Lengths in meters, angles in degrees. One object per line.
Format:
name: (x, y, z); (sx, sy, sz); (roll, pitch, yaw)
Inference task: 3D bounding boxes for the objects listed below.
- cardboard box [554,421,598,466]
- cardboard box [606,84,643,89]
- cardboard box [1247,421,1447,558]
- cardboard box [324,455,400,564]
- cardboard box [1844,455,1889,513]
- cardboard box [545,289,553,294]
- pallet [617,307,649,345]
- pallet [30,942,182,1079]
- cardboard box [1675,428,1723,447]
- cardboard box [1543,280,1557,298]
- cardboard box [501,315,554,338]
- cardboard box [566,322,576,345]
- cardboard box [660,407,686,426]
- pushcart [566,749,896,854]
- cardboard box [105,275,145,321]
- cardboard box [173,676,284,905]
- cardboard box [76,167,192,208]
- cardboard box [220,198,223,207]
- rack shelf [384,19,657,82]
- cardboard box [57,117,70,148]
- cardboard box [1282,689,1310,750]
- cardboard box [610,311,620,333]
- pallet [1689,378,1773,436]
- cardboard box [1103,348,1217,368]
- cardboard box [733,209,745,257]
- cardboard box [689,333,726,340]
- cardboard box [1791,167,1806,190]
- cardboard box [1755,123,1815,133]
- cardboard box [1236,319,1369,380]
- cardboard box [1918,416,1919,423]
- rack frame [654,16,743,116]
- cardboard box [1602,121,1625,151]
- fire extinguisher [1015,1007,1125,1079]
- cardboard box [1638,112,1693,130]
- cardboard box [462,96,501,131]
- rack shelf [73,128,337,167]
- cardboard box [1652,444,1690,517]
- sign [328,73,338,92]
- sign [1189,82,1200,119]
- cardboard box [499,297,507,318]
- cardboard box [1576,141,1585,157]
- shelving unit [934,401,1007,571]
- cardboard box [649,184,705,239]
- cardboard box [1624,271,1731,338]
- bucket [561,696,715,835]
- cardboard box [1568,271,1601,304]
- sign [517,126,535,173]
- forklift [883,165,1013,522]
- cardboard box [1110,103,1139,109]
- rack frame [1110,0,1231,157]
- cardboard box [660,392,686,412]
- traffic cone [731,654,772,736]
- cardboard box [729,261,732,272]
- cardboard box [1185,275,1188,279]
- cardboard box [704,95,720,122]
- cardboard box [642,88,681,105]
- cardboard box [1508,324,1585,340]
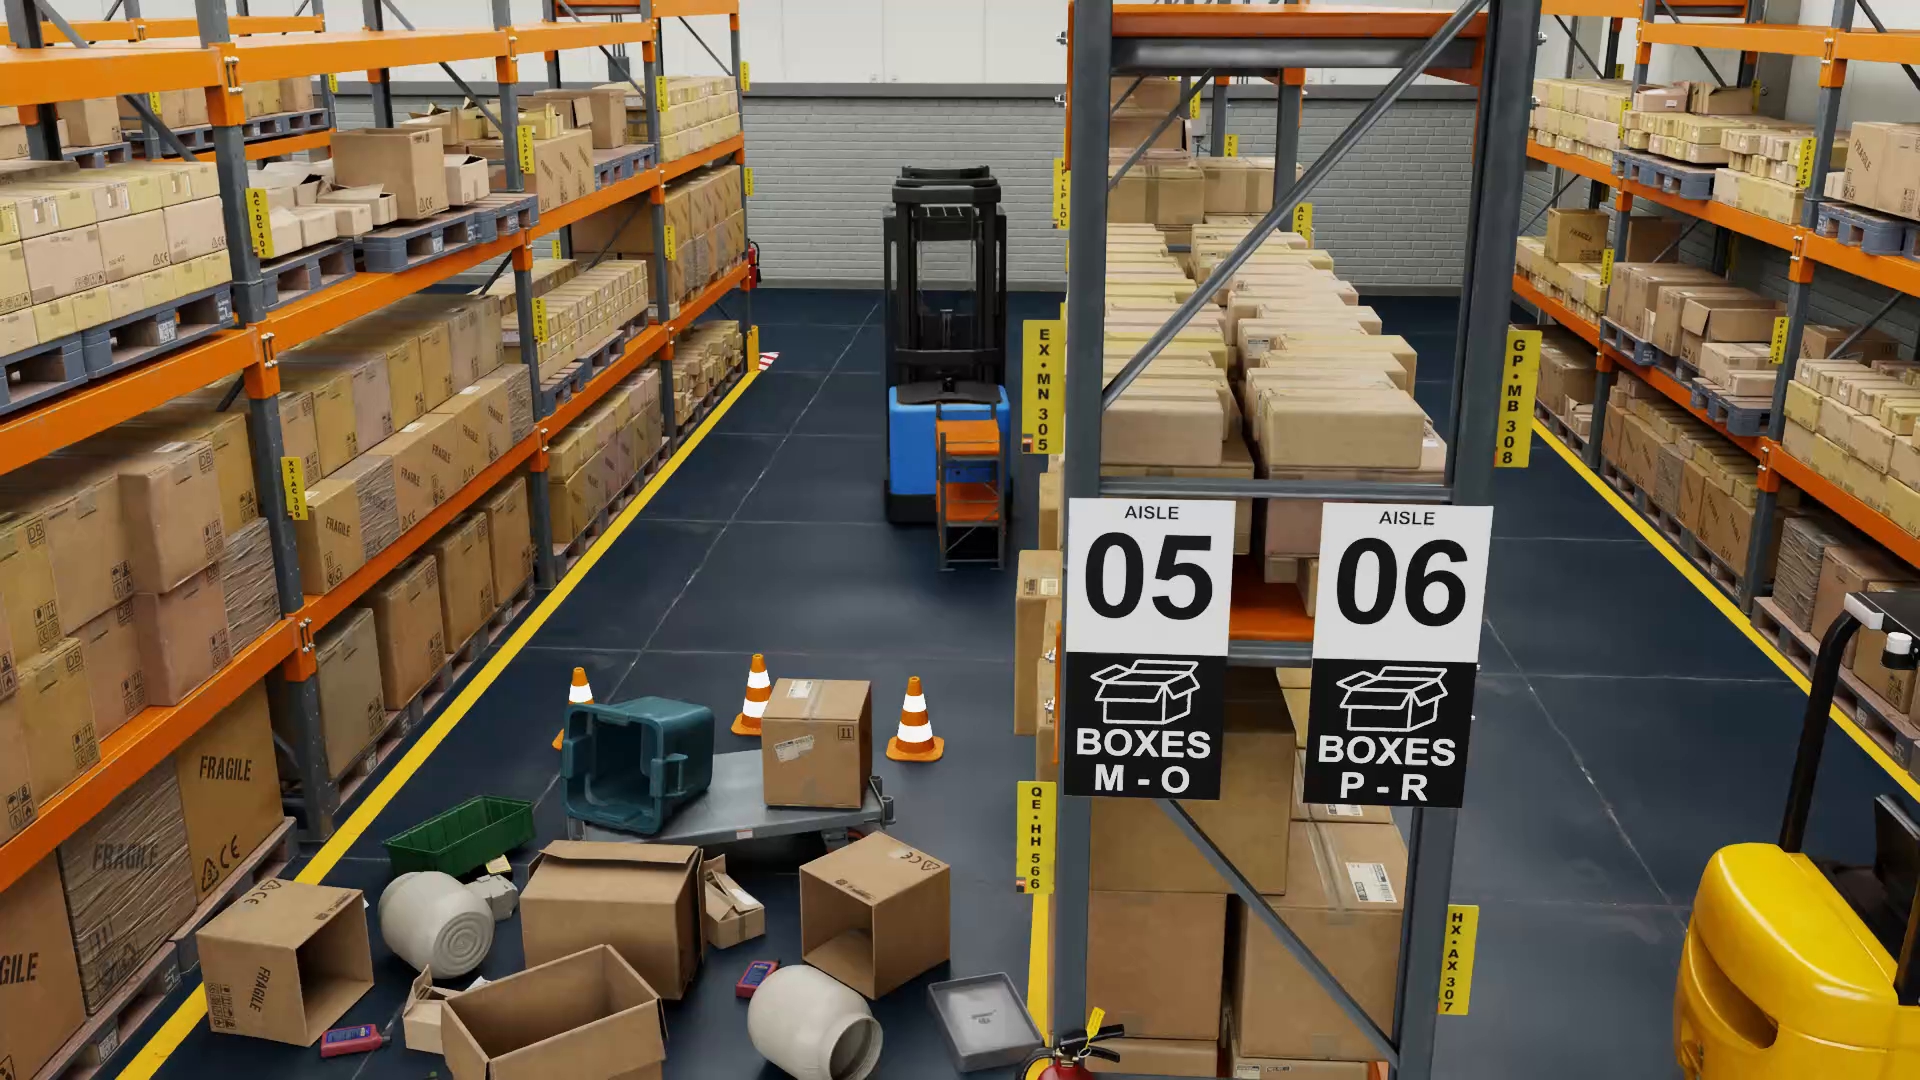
cardboard box: (-3.292, -0.798, 13.676); (0.500, 0.250, 0.500); (1, 18, 3)
cardboard box: (-3.518, -4.672, 17.343); (0.380, 0.149, 0.250); (1, 18, 3)
cardboard box: (1.053, -0.145, 4.495); (0.500, 0.250, 0.500); (1, 18, 3)
cardboard box: (-3.565, -0.183, 9.503); (0.500, 0.500, 0.500); (1, 18, 4)
cardboard box: (5.930, -0.355, 10.429); (0.500, 0.250, 0.500); (1, 18, 2)
cardboard box: (-3.873, -2.174, 14.991); (0.380, 0.149, 0.250); (1, 18, 2)
pallet: (-3.533, -1.980, 15.458); (1.003, 0.211, 1.213); (1, 18, 4)
pallet: (-4.124, 2.118, 7.119); (1.003, 0.211, 1.213); (1, 18, 4)
cardboard box: (6.250, -0.840, 13.968); (0.380, 0.149, 0.250); (1, 18, 4)
cardboard box: (6.412, -2.663, 17.635); (0.380, 0.149, 0.250); (2, 18, 5)
cardboard box: (-3.377, -1.649, 12.912); (0.380, 0.149, 0.250); (1, 18, 2)
cardboard box: (-3.334, -1.676, 13.473); (0.380, 0.149, 0.250); (1, 18, 4)
cardboard box: (-2.986, -1.256, 16.844); (0.380, 0.149, 0.250); (0, 18, 2)
pushcart: (-1.239, 1.469, 8.835); (1.648, 0.377, 0.936); (-5, 19, -15)
cardboard box: (-3.667, -1.016, 6.958); (0.380, 0.149, 0.250); (1, 18, 4)
cardboard box: (-4.021, 1.183, 8.234); (0.875, 0.875, 0.875); (2, 18, 5)
cardboard box: (-3.633, -1.554, 7.319); (0.380, 0.149, 0.250); (1, 18, 4)
cardboard box: (-4.015, -1.645, 8.716); (0.500, 0.250, 0.500); (1, 18, 5)
rack shelf: (-3.476, -4.004, 13.487); (1.077, 0.370, 4.000); (1, 18, 4)
cardboard box: (-8.441, -3.692, 15.024); (0.500, 0.311, 0.500); (1, 18, 2)
cardboard box: (1.131, 0.851, 5.869); (0.500, 0.500, 0.500); (1, 18, 3)
cardboard box: (-3.234, -1.936, 14.742); (0.380, 0.149, 0.250); (1, 18, 2)
pallet: (6.255, -0.996, 12.452); (1.213, 0.211, 1.003); (1, 18, 4)
cardboard box: (0.538, -0.455, 4.800); (0.380, 0.149, 0.250); (1, 18, 3)
cardboard box: (-2.822, -3.592, 19.428); (0.500, 0.500, 0.500); (2, 18, 5)
cardboard box: (-2.880, -2.266, 18.971); (0.380, 0.149, 0.250); (1, 18, 2)
cardboard box: (6.062, -2.534, 11.622); (0.380, 0.149, 0.250); (2, 18, 5)
cardboard box: (6.573, -3.236, 13.256); (0.380, 0.149, 0.250); (2, 18, 5)
cardboard box: (1.077, -0.601, 5.245); (0.380, 0.149, 0.250); (1, 18, 4)
cardboard box: (5.955, -0.654, 9.899); (0.380, 0.149, 0.250); (1, 18, 4)
rack frame: (-3.046, -6.399, 19.000); (1.000, 3.000, 0.127); (1, 18, 4)
cardboard box: (6.348, -3.768, 15.551); (0.500, 0.250, 0.500); (1, 18, 4)
fire extinguisher: (0.284, 1.562, 4.462); (0.296, 0.674, 0.183); (1, 18, 4)
cardboard box: (6.156, -3.644, 14.500); (0.380, 0.149, 0.250); (2, 18, 5)
cardboard box: (-3.778, -3.431, 13.371); (0.396, 0.266, 0.258); (1, 18, 4)
rack shelf: (-8.129, -4.153, 18.117); (1.077, 0.370, 4.000); (1, 18, 4)
cardboard box: (6.192, -0.502, 13.978); (0.500, 0.500, 0.500); (1, 18, 2)
sign: (-7.446, -5.482, 19.725); (0.100, 0.325, 0.005); (1, 18, 4)
sign: (2.154, -4.038, 15.277); (0.100, 0.325, 0.005); (1, 18, 4)
cardboard box: (-3.964, -1.906, 13.696); (0.380, 0.149, 0.250); (1, 18, 4)
cardboard box: (6.425, -3.937, 16.708); (0.380, 0.149, 0.250); (1, 18, 4)
shelving unit: (0.075, -0.455, 13.504); (0.538, 1.125, 1.048); (-1, 18, -2)
cardboard box: (-2.968, -3.422, 17.304); (0.500, 0.500, 0.500); (2, 18, 5)
cardboard box: (6.268, -2.058, 14.551); (0.700, 0.500, 0.500); (1, 18, 5)
bucket: (-1.616, 1.106, 8.547); (0.726, 0.611, 0.620); (8, 10, 23)
cardboard box: (6.377, -2.507, 16.519); (0.500, 0.250, 0.500); (1, 18, 4)
sign: (-3.067, -2.757, 11.746); (0.100, 0.325, 0.005); (1, 18, 4)
forklift: (-0.144, -1.954, 15.180); (1.130, 2.935, 3.031); (-1, 18, -2)
cardboard box: (1.162, -3.211, 13.252); (0.500, 0.500, 0.500); (1, 18, 4)
rack frame: (1.325, -3.835, 11.176); (1.000, 3.000, 0.127); (1, 18, 4)
cardboard box: (-2.988, -1.397, 16.797); (0.380, 0.149, 0.250); (2, 18, 6)
traffic cone: (-1.246, 0.935, 10.327); (0.336, 0.463, 0.334); (1, 18, 4)
cardboard box: (-2.846, -3.166, 19.173); (0.380, 0.149, 0.250); (1, 18, 3)
cardboard box: (0.706, -0.947, 6.940); (0.500, 0.250, 0.500); (1, 18, 3)
cardboard box: (-2.900, -4.673, 17.988); (0.500, 0.250, 0.500); (2, 18, 5)
cardboard box: (-2.992, -4.415, 16.559); (0.380, 0.149, 0.250); (1, 18, 2)
cardboard box: (6.711, -2.185, 19.108); (0.797, 0.503, 0.637); (1, 18, 2)
